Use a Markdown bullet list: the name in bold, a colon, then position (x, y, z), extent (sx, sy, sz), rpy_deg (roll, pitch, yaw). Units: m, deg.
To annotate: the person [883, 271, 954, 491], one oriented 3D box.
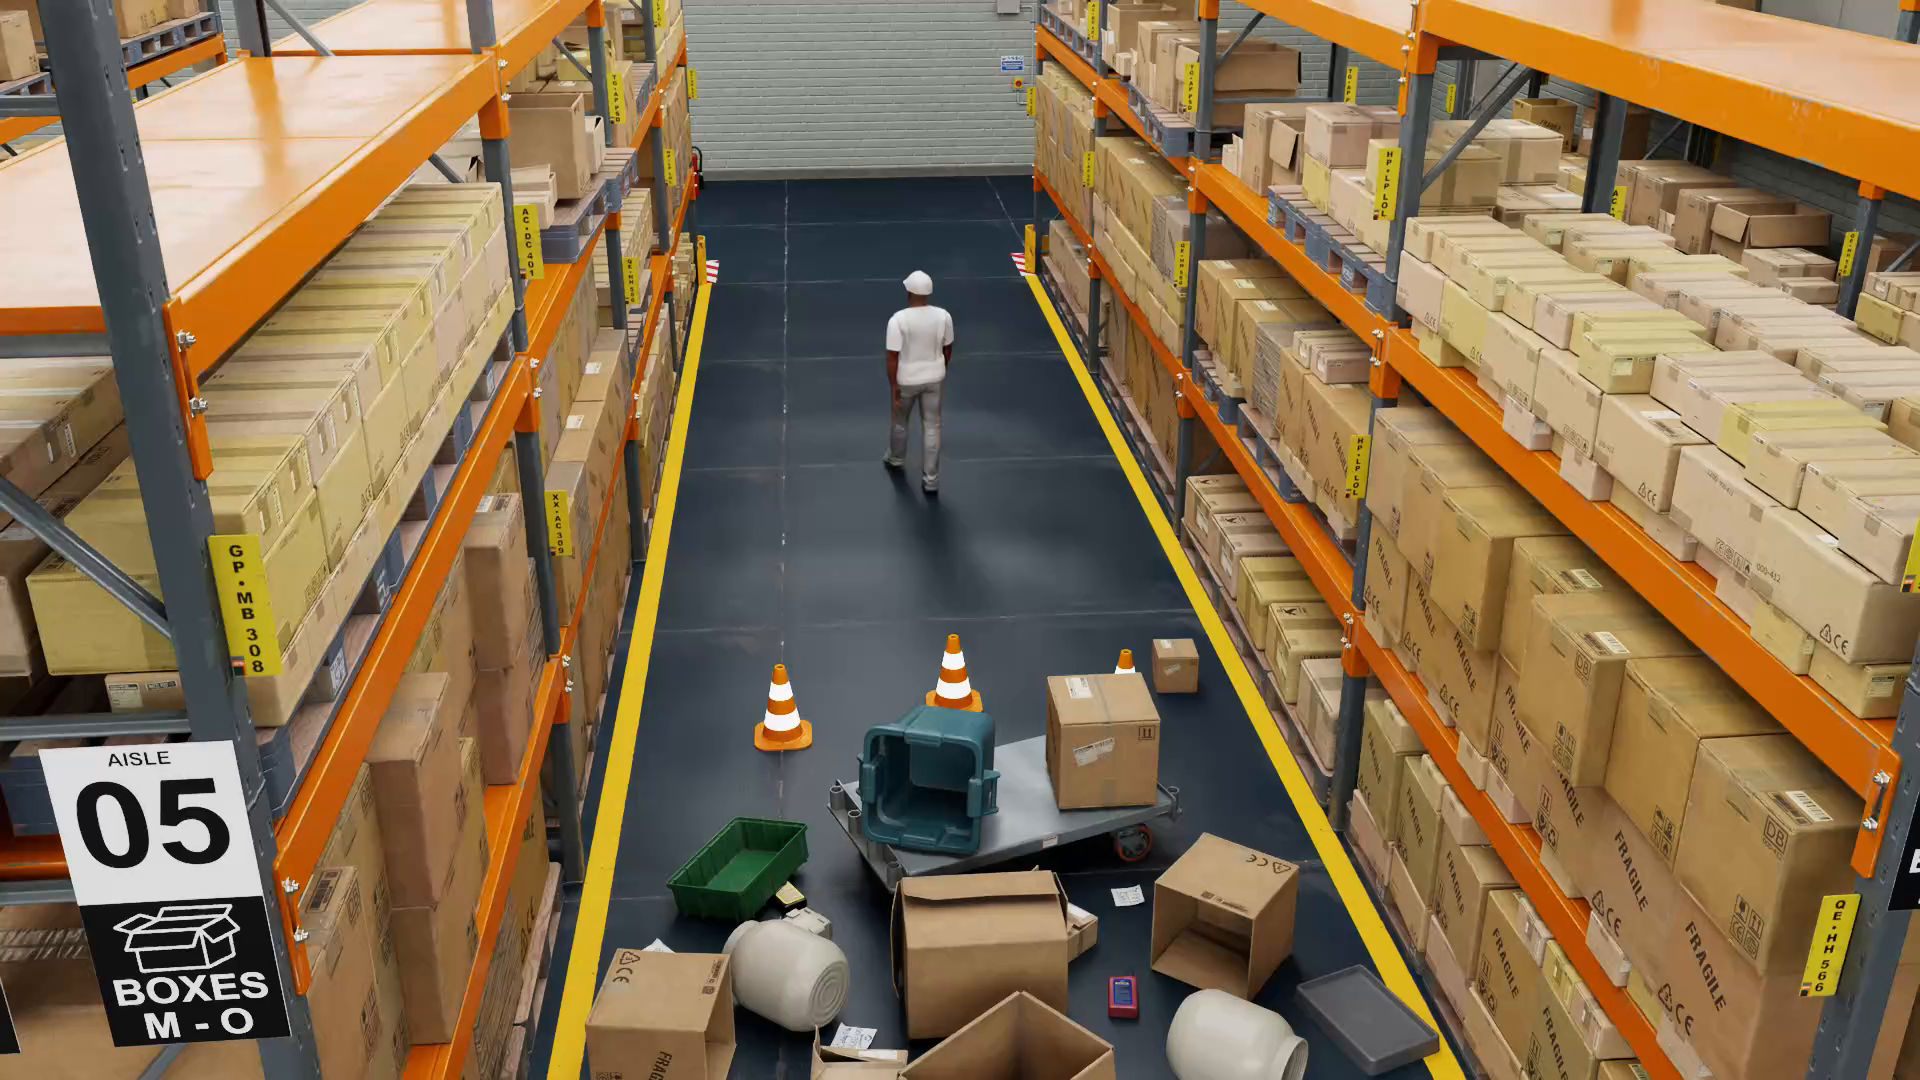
- **person**: position (-0.344, -1.336, 13.314), extent (0.567, 1.726, 0.920), rpy_deg (-5, 24, -11)
